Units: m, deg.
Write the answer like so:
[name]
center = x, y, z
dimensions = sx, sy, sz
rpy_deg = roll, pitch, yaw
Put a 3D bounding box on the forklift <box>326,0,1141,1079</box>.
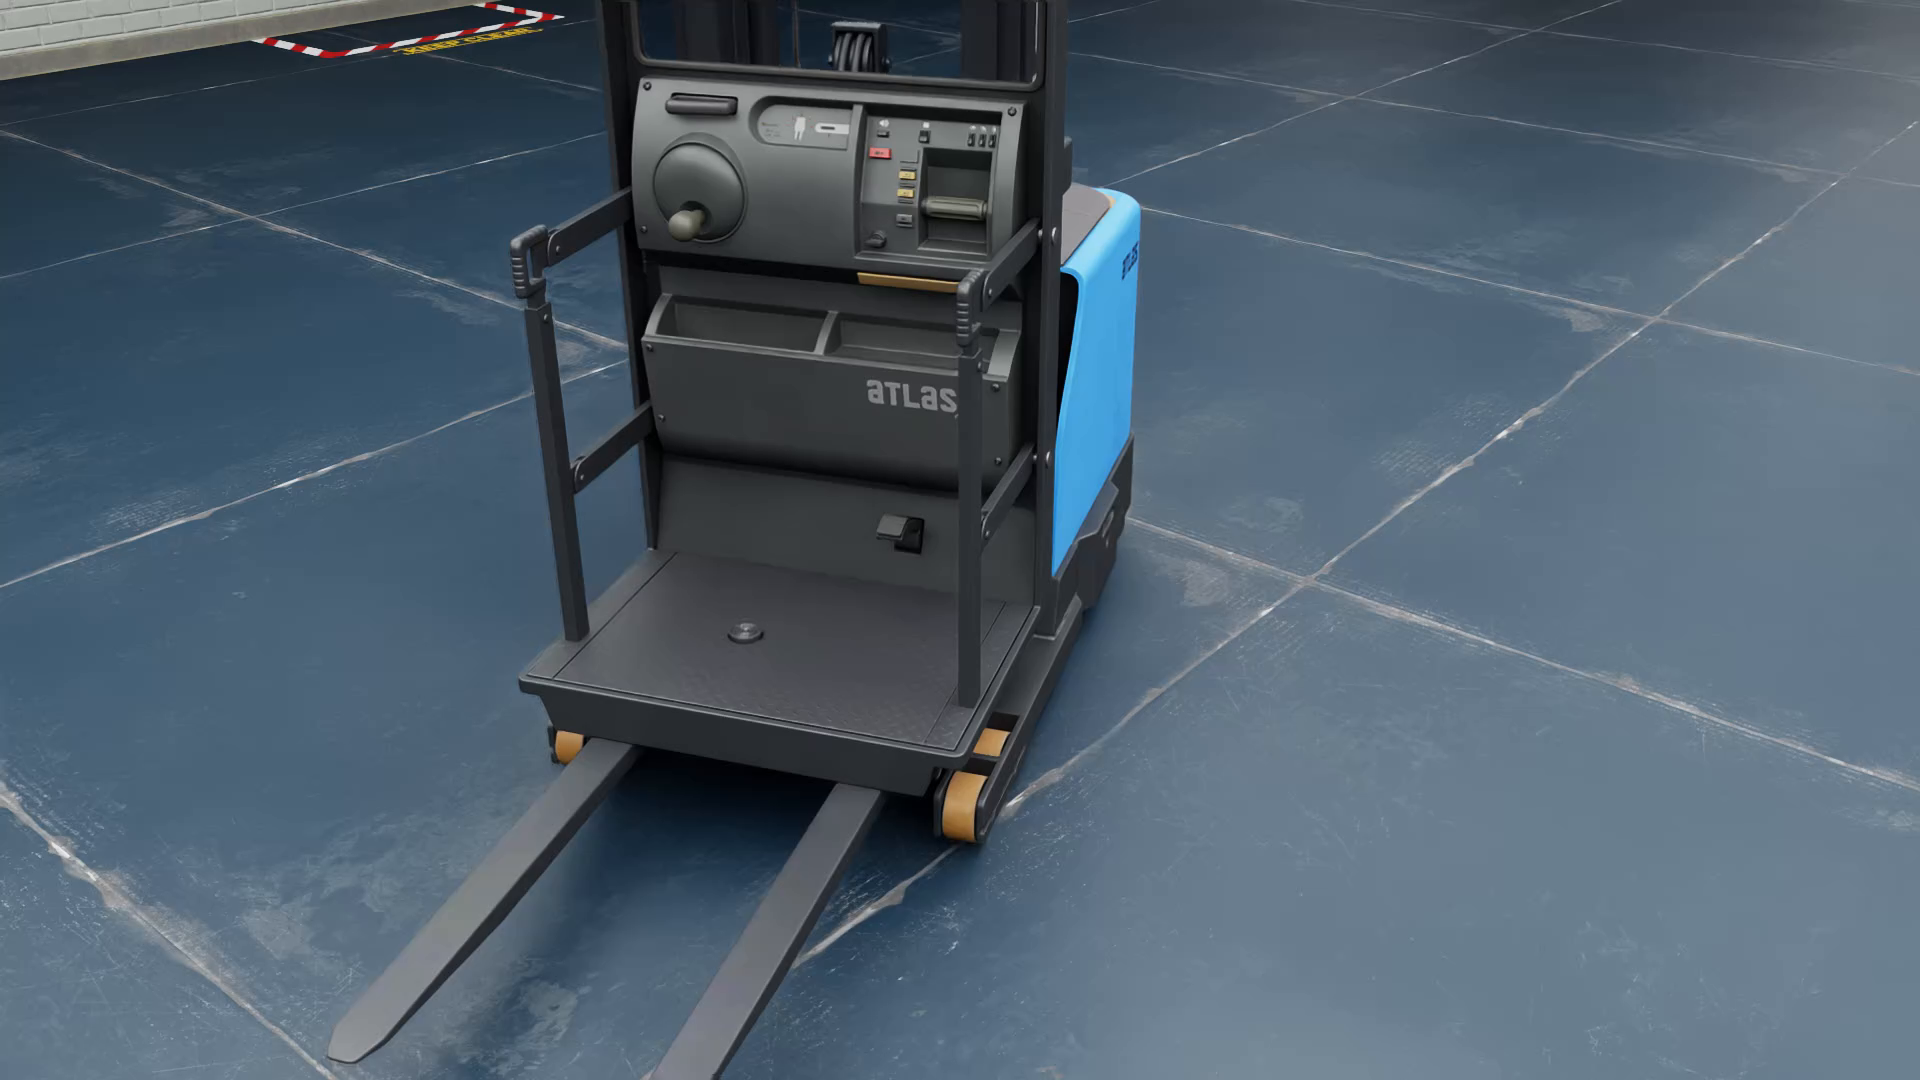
[forklift]
center = -0.374, -0.799, 3.605
dimensions = 1.130, 2.935, 3.031
rpy_deg = 8, 28, 15
